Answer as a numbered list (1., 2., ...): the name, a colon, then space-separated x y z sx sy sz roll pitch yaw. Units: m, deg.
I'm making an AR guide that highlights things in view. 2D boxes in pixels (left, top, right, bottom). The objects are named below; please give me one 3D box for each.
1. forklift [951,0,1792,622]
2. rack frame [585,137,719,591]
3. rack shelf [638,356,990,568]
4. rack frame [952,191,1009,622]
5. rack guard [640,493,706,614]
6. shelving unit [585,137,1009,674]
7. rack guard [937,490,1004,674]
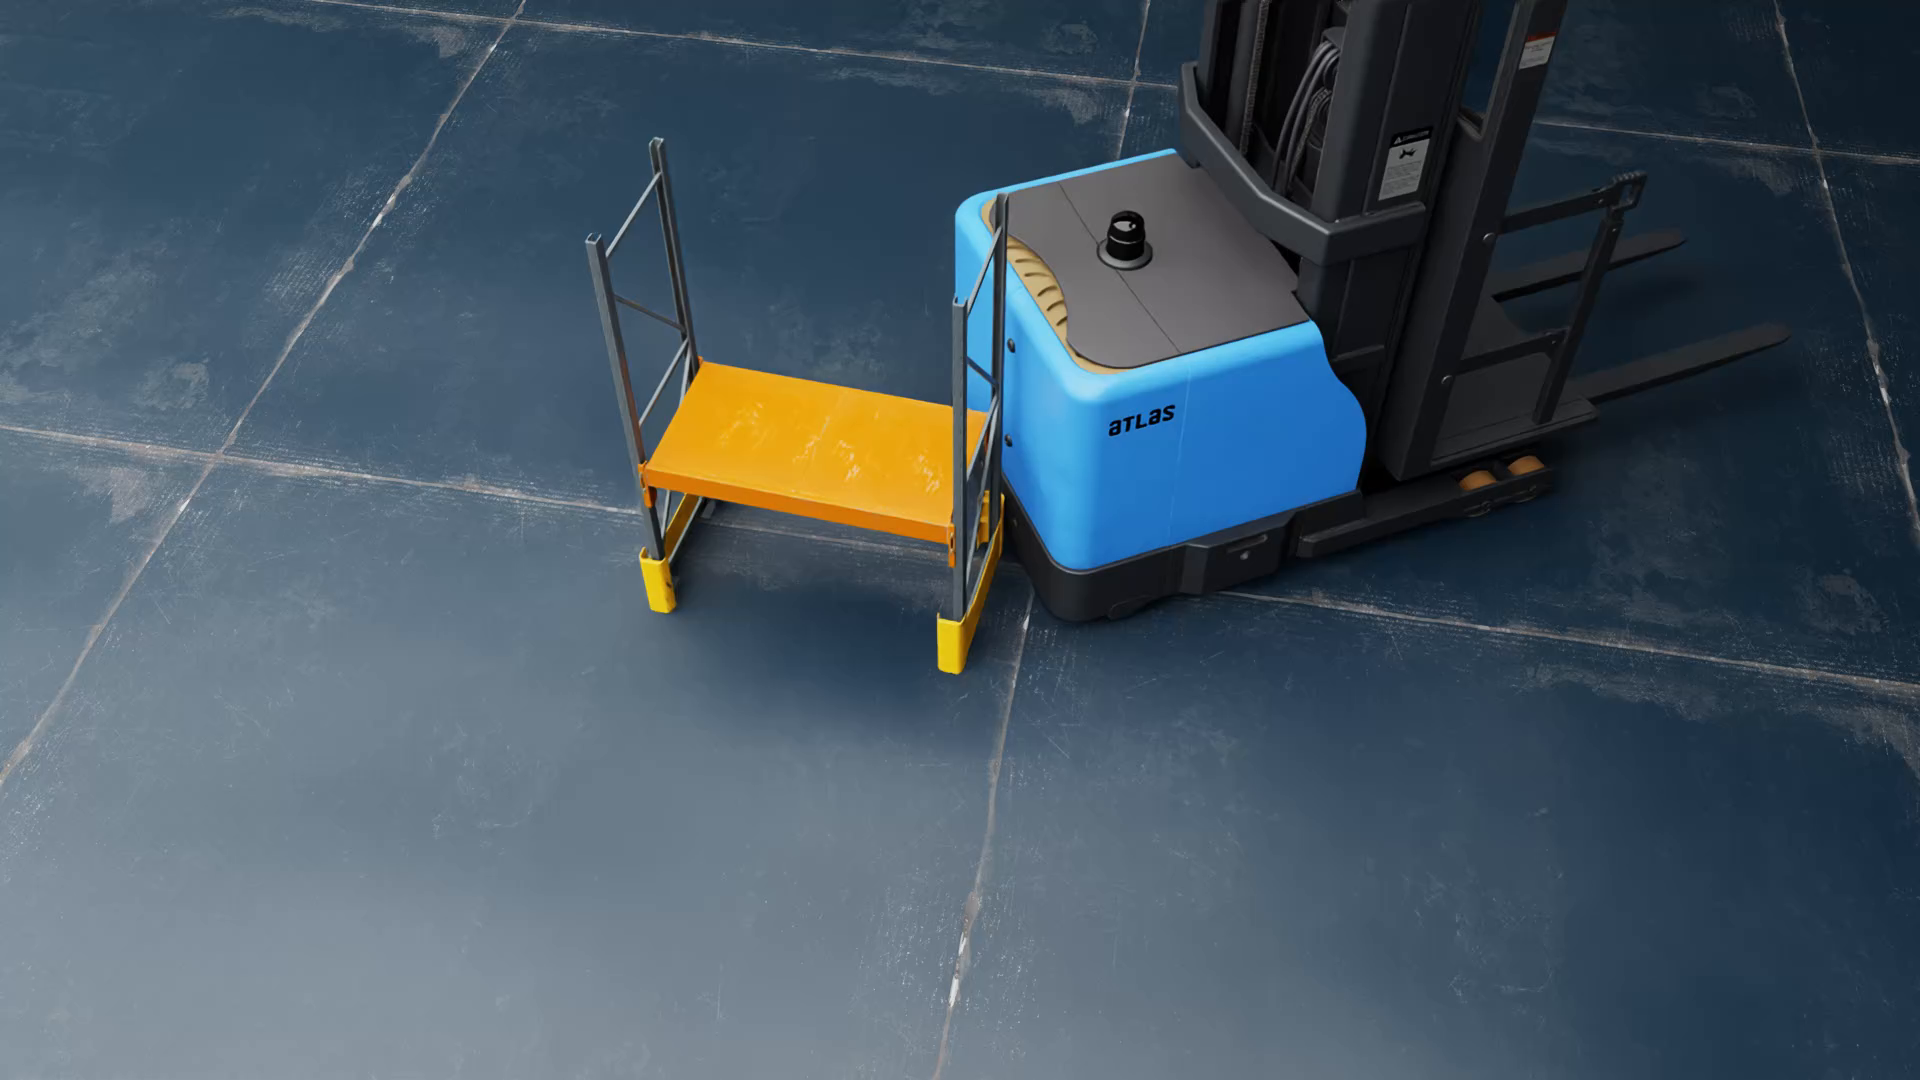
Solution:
1. forklift: 1.541 -1.413 5.050 3.031 2.935 1.130 -16 50 -14
2. rack frame: -0.926 -0.473 5.166 0.032 1.500 0.500 11 49 10
3. rack shelf: -0.434 -0.257 5.214 1.000 0.185 0.538 11 49 10
4. rack frame: 0.057 -0.281 4.994 0.032 1.500 0.500 11 49 10
5. rack guard: -0.925 -0.055 5.631 0.087 0.250 0.587 11 49 10
6. shelving unit: -0.443 -0.379 5.082 1.083 1.500 0.587 11 49 10
7. rack guard: 0.039 0.133 5.462 0.087 0.250 0.587 11 49 10
